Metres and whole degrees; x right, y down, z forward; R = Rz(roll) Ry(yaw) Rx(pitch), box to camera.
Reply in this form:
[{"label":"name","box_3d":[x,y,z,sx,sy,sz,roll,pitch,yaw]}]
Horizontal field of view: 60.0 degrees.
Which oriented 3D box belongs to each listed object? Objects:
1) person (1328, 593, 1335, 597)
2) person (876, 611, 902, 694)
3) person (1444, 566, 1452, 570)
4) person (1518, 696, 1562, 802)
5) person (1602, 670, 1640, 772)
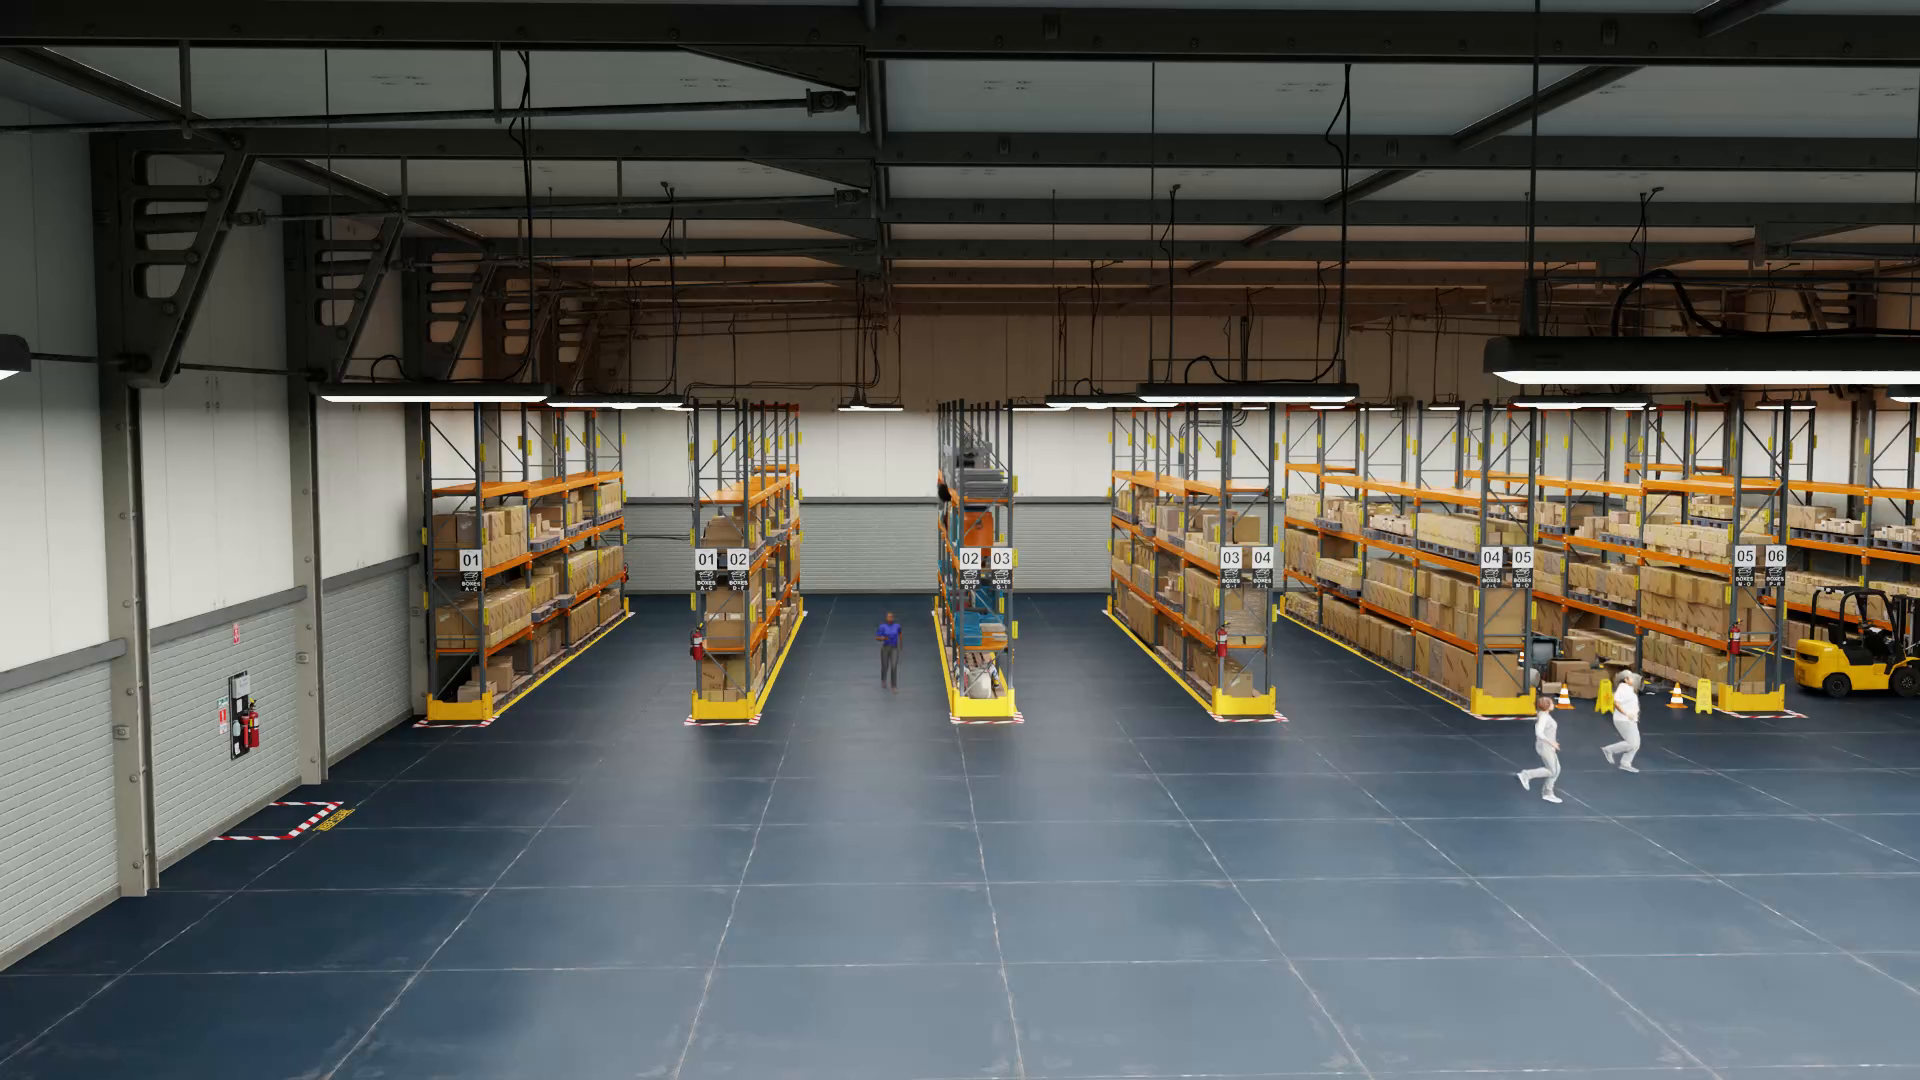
[{"label":"person","box_3d":[11.159,1.121,48.907,1.040,1.790,0.709,0,4,-5]},{"label":"person","box_3d":[-1.444,2.274,34.017,0.582,1.639,0.944,-1,4,-9]},{"label":"person","box_3d":[14.739,1.113,49.273,0.764,1.805,0.654,1,4,9]},{"label":"person","box_3d":[8.603,3.087,24.608,0.615,1.569,0.536,2,5,21]},{"label":"person","box_3d":[10.616,2.902,26.668,0.553,1.629,0.602,3,5,31]}]
